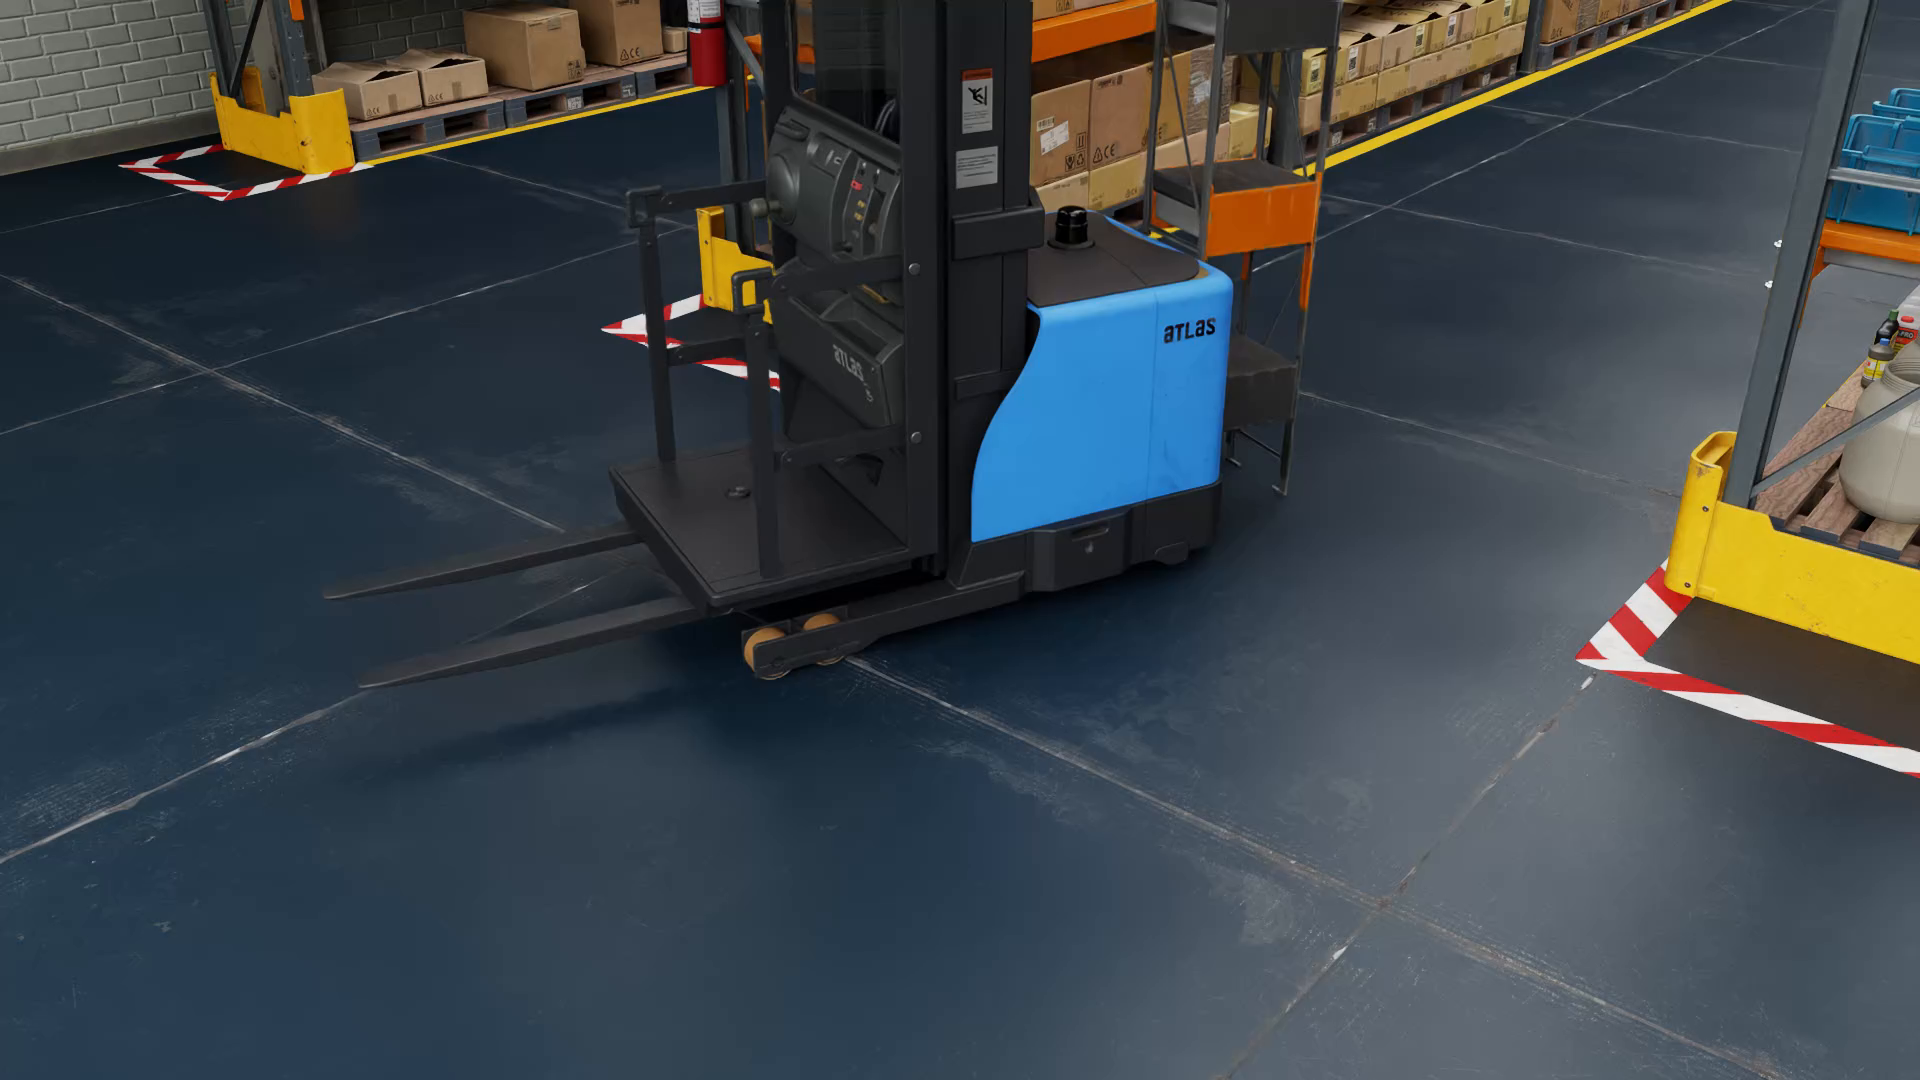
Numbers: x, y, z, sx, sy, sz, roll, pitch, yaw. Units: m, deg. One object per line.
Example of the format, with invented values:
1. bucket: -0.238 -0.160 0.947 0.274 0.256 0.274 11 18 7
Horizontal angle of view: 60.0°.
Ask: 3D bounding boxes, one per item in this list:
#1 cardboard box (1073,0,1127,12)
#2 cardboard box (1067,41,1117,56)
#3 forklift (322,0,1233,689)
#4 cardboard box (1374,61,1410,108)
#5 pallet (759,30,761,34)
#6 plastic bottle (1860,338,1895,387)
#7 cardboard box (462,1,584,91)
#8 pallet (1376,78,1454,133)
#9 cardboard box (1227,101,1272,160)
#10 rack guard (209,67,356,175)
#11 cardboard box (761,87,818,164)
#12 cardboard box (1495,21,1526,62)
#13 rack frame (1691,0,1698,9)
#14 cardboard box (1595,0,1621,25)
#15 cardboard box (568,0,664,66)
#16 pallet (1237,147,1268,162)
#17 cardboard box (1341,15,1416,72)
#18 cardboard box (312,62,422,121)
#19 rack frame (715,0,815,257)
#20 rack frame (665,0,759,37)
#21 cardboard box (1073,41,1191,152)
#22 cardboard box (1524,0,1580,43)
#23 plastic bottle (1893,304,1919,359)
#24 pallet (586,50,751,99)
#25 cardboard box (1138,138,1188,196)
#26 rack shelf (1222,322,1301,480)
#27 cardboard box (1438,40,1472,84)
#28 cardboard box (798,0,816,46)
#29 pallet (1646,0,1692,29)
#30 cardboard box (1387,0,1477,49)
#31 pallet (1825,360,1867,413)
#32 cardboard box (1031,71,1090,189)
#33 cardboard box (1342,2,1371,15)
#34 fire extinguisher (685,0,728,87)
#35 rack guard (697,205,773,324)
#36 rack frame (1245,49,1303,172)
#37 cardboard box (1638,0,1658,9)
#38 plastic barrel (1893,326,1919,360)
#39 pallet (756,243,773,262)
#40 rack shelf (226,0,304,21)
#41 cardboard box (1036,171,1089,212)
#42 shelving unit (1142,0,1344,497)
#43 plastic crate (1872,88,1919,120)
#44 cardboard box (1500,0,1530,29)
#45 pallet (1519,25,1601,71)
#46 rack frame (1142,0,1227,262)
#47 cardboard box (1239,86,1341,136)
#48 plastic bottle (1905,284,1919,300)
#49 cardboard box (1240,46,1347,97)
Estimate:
1. cardboard box: 0.507 -3.221 9.103 0.700 0.500 0.500 22 35 36
2. cardboard box: 0.590 -2.754 10.028 0.500 0.500 0.500 21 34 34
3. forklift: -0.596 -1.127 5.239 3.031 2.935 1.130 -14 30 -25
4. cardboard box: 2.863 -3.284 11.870 0.500 0.250 0.500 20 33 33
5. pallet: -1.569 -4.368 14.463 1.003 0.211 1.213 21 34 34
6. plastic bottle: 3.868 -0.748 6.998 0.097 0.201 0.097 0 27 0
7. cardboard box: -3.230 -3.663 12.308 0.700 0.500 0.500 18 33 31
8. pallet: 2.976 -3.352 12.499 1.003 0.211 1.213 21 34 34
9. cardboard box: 1.636 -2.620 10.586 0.500 0.250 0.500 21 34 34
10. rack guard: -4.559 -2.828 11.173 1.175 0.500 0.348 21 34 34
11. cardboard box: -0.671 -2.040 8.649 0.500 0.500 0.500 21 34 34
12. cardboard box: 4.160 -4.009 13.270 0.500 0.250 0.500 22 34 36
13. rack frame: 6.851 -6.720 15.975 1.000 3.000 0.127 21 34 34
14. cardboard box: 5.468 -4.828 14.560 0.500 0.500 0.500 20 34 34
15. cardboard box: -2.692 -4.035 13.027 0.500 0.500 0.500 18 32 31
16. pallet: 1.224 -2.375 10.611 1.003 0.211 1.213 21 34 34
17. cardboard box: 2.868 -3.531 11.736 0.500 0.311 0.500 19 33 33
18. cardboard box: -4.097 -3.132 11.486 0.500 0.311 0.500 17 32 29
19. rack frame: -0.782 -2.465 7.750 1.000 3.000 0.127 21 34 34
20. rack frame: -2.063 -5.330 13.288 1.000 3.000 0.127 21 34 34
21. cardboard box: 0.994 -2.601 9.732 0.500 0.500 0.500 21 34 34
22. cardboard box: 4.816 -4.464 13.857 0.500 0.500 0.500 22 35 36
23. plastic bottle: 4.049 -0.862 7.138 0.152 0.276 0.135 21 34 35
24. pallet: -2.463 -3.843 13.448 1.003 0.211 1.213 21 34 34
25. cardboard box: 1.003 -2.264 9.898 0.500 0.250 0.500 21 34 34
26. rack shelf: 0.985 -0.508 6.489 0.480 0.518 0.431 -12 30 -24
27. cardboard box: 3.513 -3.648 12.572 0.500 0.250 0.500 22 34 36
28. cardboard box: -0.475 -2.671 8.040 0.700 0.500 0.500 21 34 34
29. pallet: 6.362 -5.182 16.036 1.003 0.211 1.213 21 34 34
30. cardboard box: 3.514 -3.894 12.437 0.500 0.311 0.500 20 34 34
31. pallet: 4.347 -0.535 7.055 1.003 0.211 1.213 21 34 34
32. cardboard box: 0.355 -2.247 9.049 0.500 0.500 0.500 21 34 34
33. cardboard box: 2.766 -3.864 12.381 0.500 0.311 0.500 20 34 34
34. fire extinguisher: -1.216 -2.524 7.949 0.296 0.674 0.183 21 34 34
35. rack guard: -0.797 -1.346 8.308 1.175 0.500 0.348 21 34 34
36. rack frame: 1.762 -3.883 10.492 1.000 3.000 0.127 21 34 34
37. cardboard box: 6.118 -5.195 15.270 0.500 0.500 0.500 21 34 35
38. plastic barrel: 3.716 -0.531 6.262 0.421 0.512 0.421 0 27 0
39. pallet: -0.328 -1.510 8.939 1.003 0.211 1.213 21 34 34
40. rack shelf: -3.335 -4.301 12.082 1.077 0.370 4.000 21 34 34
41. cardboard box: 0.364 -1.911 9.215 0.500 0.250 0.500 21 34 34
42. shelving unit: 0.996 -1.144 6.166 0.503 2.100 0.431 -12 30 -24
43. plastic crate: 3.543 -1.443 5.937 0.499 0.251 0.408 21 34 34
44. cardboard box: 4.163 -4.258 13.141 0.500 0.311 0.500 22 34 36
45. pallet: 4.810 -4.316 14.364 1.003 0.211 1.213 21 34 34
46. rack frame: 0.778 -1.097 6.067 0.015 2.100 0.400 -12 30 -24
47. cardboard box: 2.210 -2.919 11.163 0.500 0.250 0.500 20 33 33
48. plastic bottle: 4.239 -1.005 7.331 0.144 0.351 0.185 22 35 36
49. cardboard box: 2.217 -3.171 11.041 0.500 0.311 0.500 21 34 35
